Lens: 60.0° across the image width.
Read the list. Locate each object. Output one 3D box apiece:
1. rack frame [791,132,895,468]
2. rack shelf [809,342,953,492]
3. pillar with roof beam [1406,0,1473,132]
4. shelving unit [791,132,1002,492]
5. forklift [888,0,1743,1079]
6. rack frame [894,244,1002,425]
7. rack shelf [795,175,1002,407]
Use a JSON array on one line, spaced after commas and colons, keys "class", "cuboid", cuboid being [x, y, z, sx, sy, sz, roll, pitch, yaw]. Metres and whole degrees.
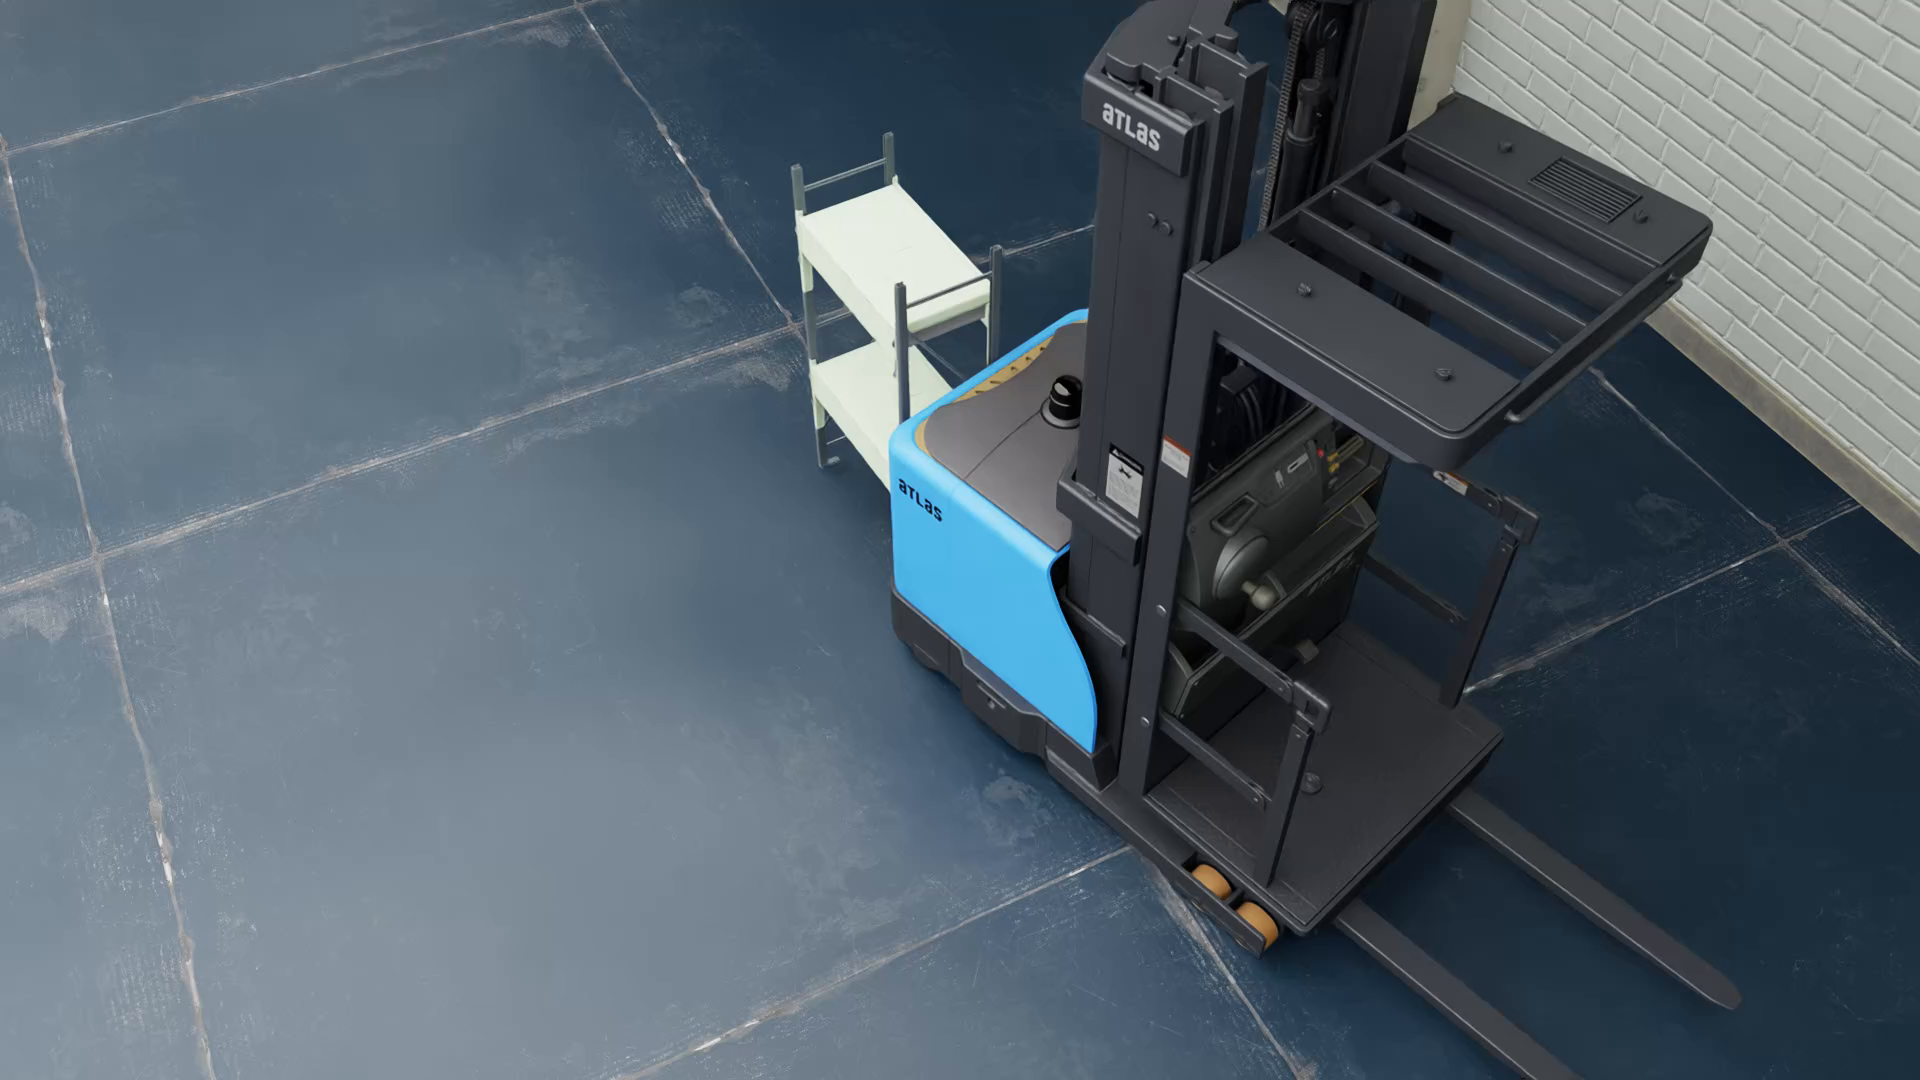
[{"class": "rack frame", "cuboid": [-0.412, -0.876, 6.412, 0.400, 1.500, 0.023, -24, 53, -20]}, {"class": "rack shelf", "cuboid": [-0.224, -0.425, 6.451, 0.431, 0.370, 0.720, -24, 53, -20]}, {"class": "pillar with roof beam", "cuboid": [-1.635, -3.588, 3.803, 9.100, 9.000, 0.400, -21, 52, -18]}, {"class": "shelving unit", "cuboid": [-0.224, -0.639, 6.205, 0.431, 1.500, 0.755, -24, 53, -20]}, {"class": "forklift", "cuboid": [1.125, -0.059, 4.747, 1.130, 2.935, 3.031, -36, 58, -27]}, {"class": "rack frame", "cuboid": [-0.037, -0.403, 5.998, 0.400, 1.500, 0.023, -24, 53, -20]}, {"class": "rack shelf", "cuboid": [-0.224, -0.896, 5.911, 0.431, 0.370, 0.720, -24, 53, -20]}]
